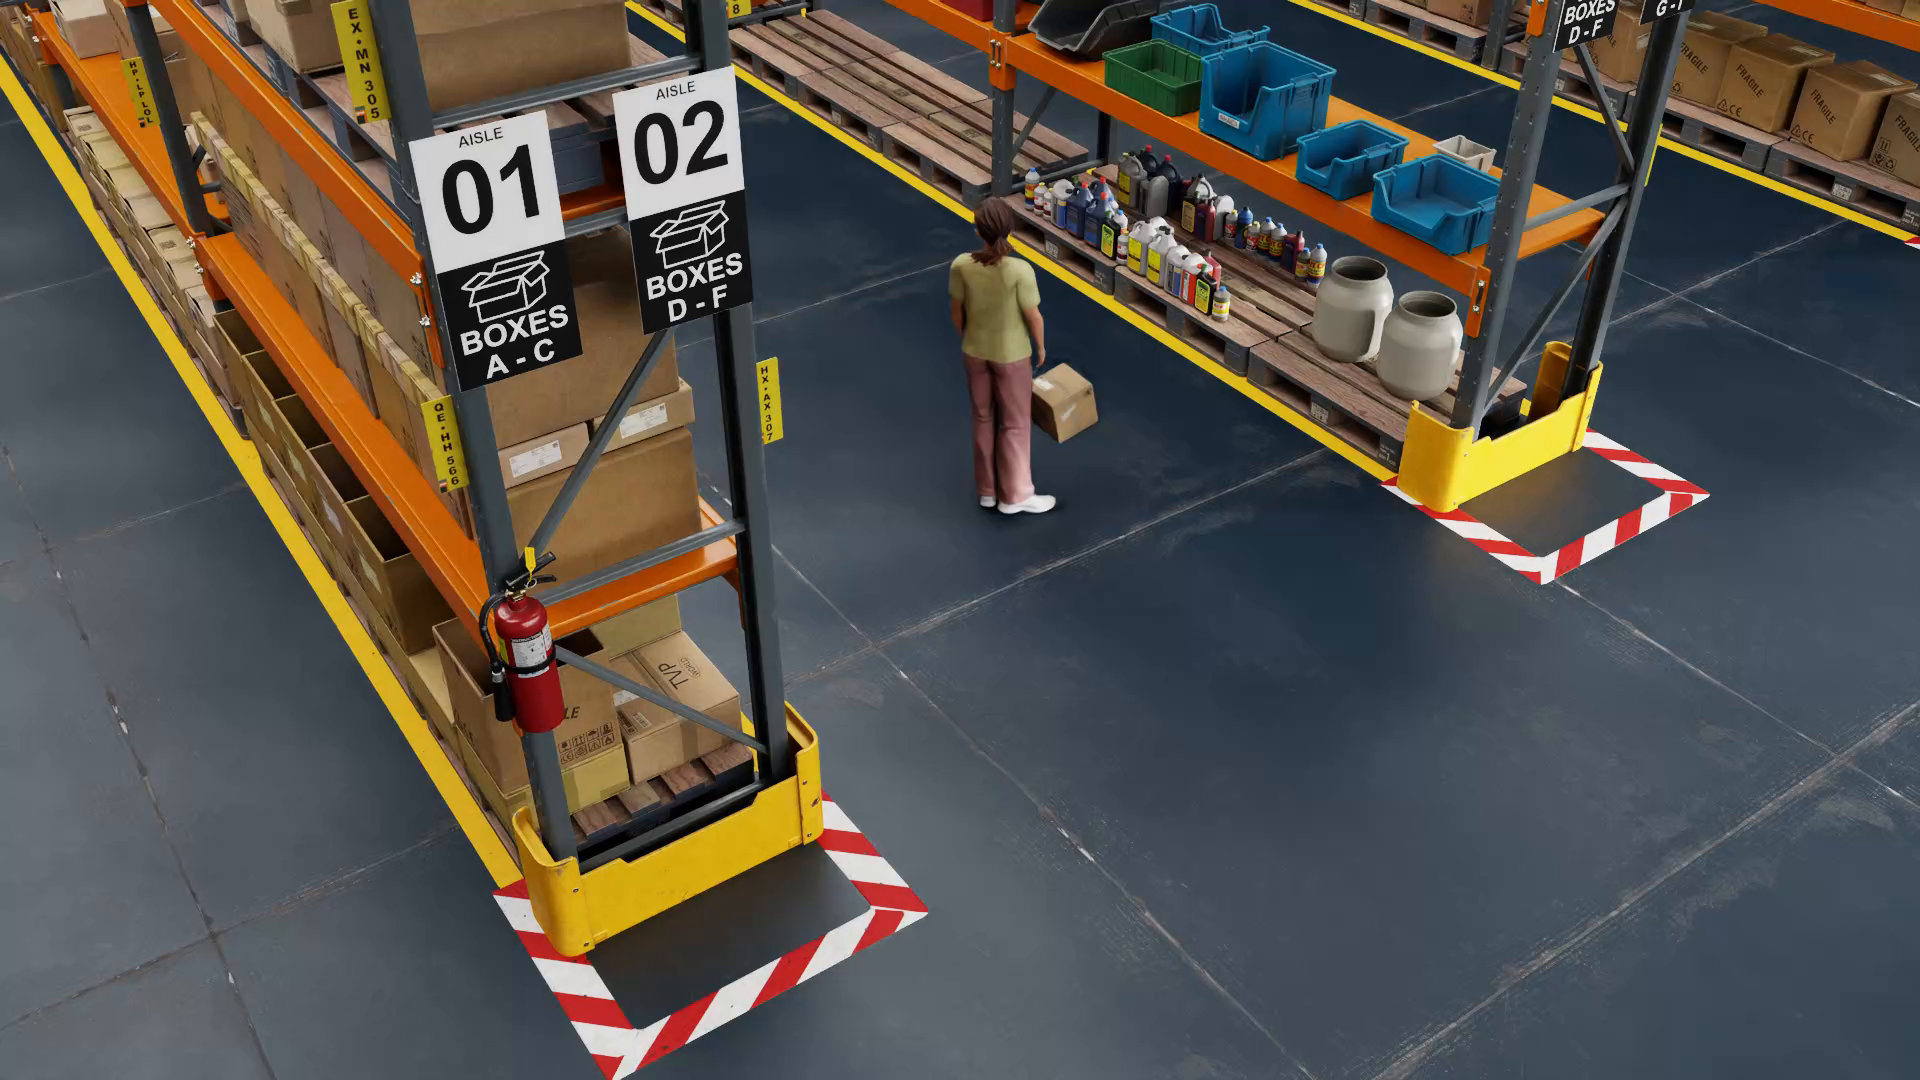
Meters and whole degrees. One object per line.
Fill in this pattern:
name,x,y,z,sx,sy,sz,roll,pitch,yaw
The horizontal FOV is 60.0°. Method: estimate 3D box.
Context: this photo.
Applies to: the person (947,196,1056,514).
person,0.222,-0.891,8.188,0.564,1.673,0.369,14,39,18
